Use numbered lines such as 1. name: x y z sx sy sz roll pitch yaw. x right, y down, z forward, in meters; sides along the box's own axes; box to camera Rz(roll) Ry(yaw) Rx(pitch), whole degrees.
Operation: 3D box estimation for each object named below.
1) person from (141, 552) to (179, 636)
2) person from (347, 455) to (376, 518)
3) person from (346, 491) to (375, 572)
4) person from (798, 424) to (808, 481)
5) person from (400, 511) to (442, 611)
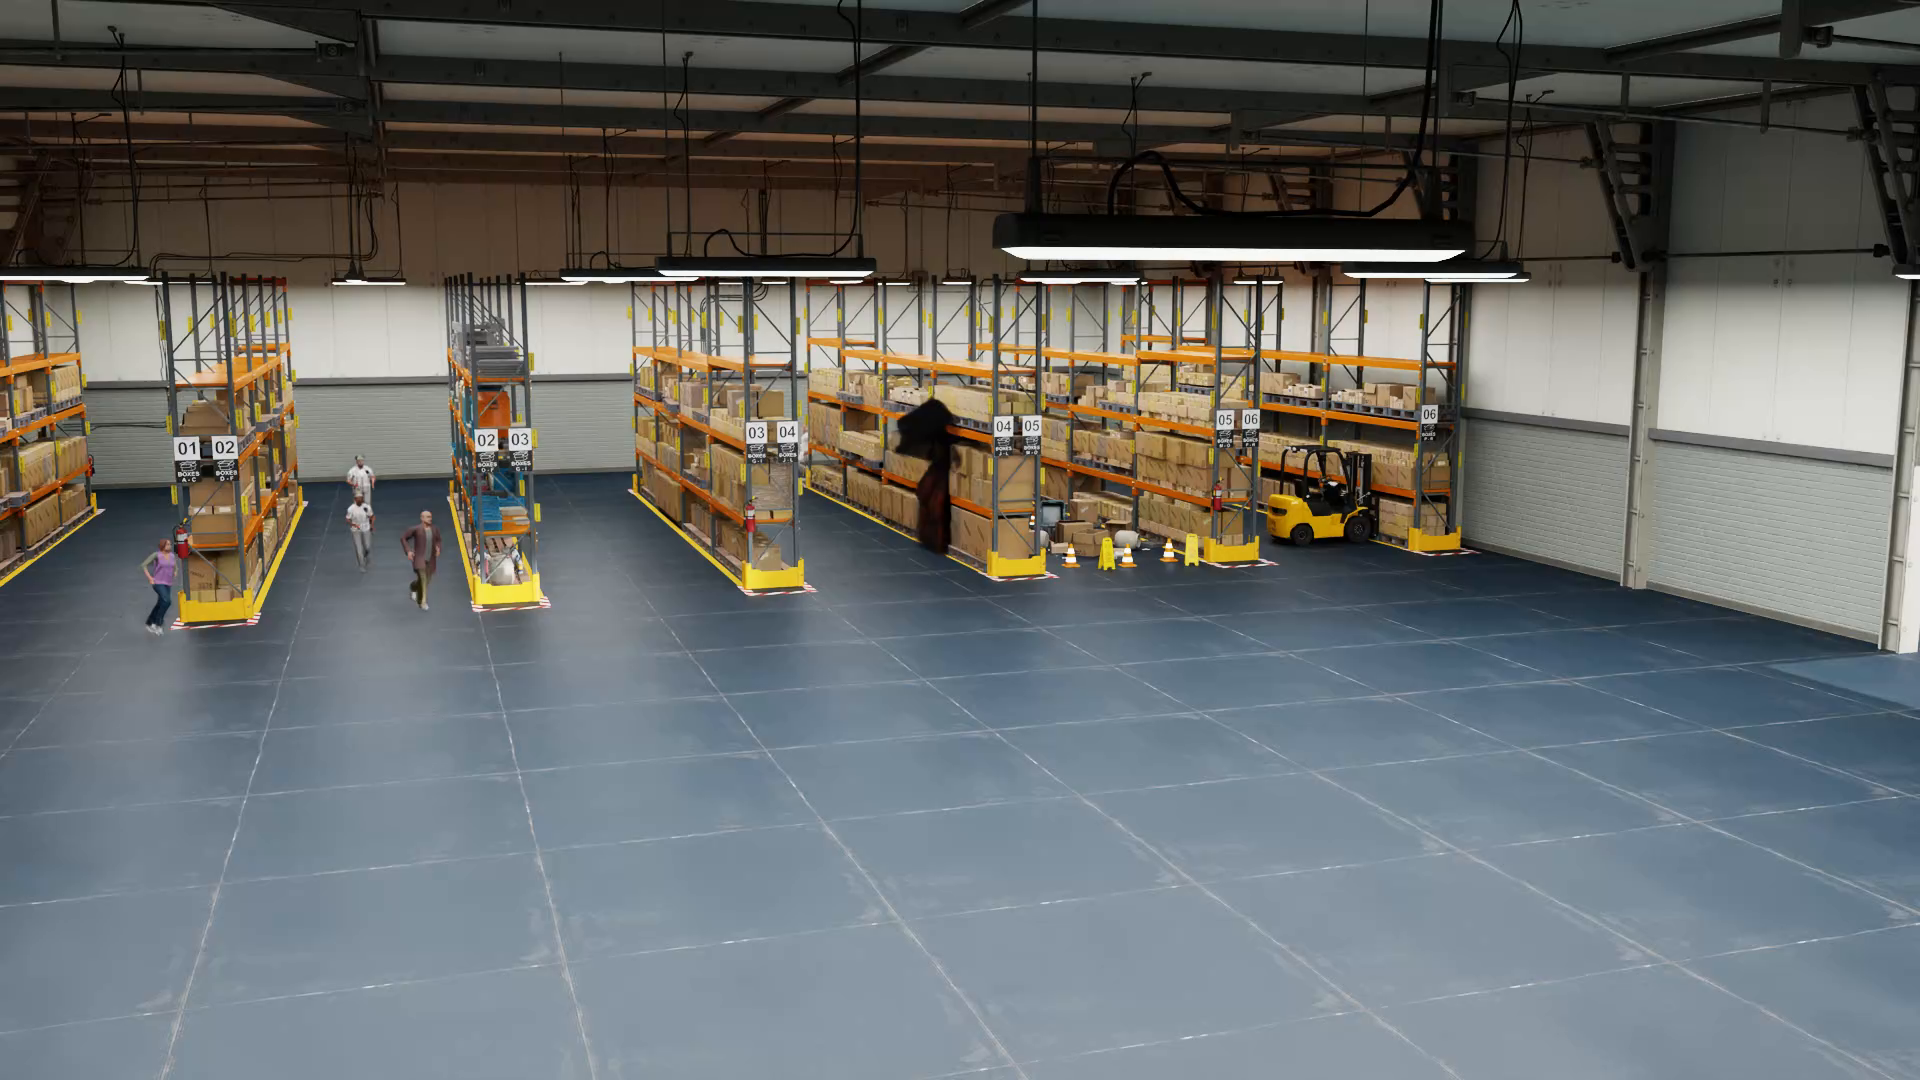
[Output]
1. person: -13.360 0.909 27.840 0.577 1.330 0.554 3 9 21
2. person: -14.456 -1.198 40.207 0.674 1.740 0.782 -4 10 -26
3. person: -12.157 -0.176 33.790 0.569 1.661 0.554 -4 10 -25
4. person: -4.628 -2.586 49.490 0.587 1.722 0.776 -2 9 -10
5. person: -9.710 0.313 30.095 0.752 1.676 0.883 -8 12 -44
